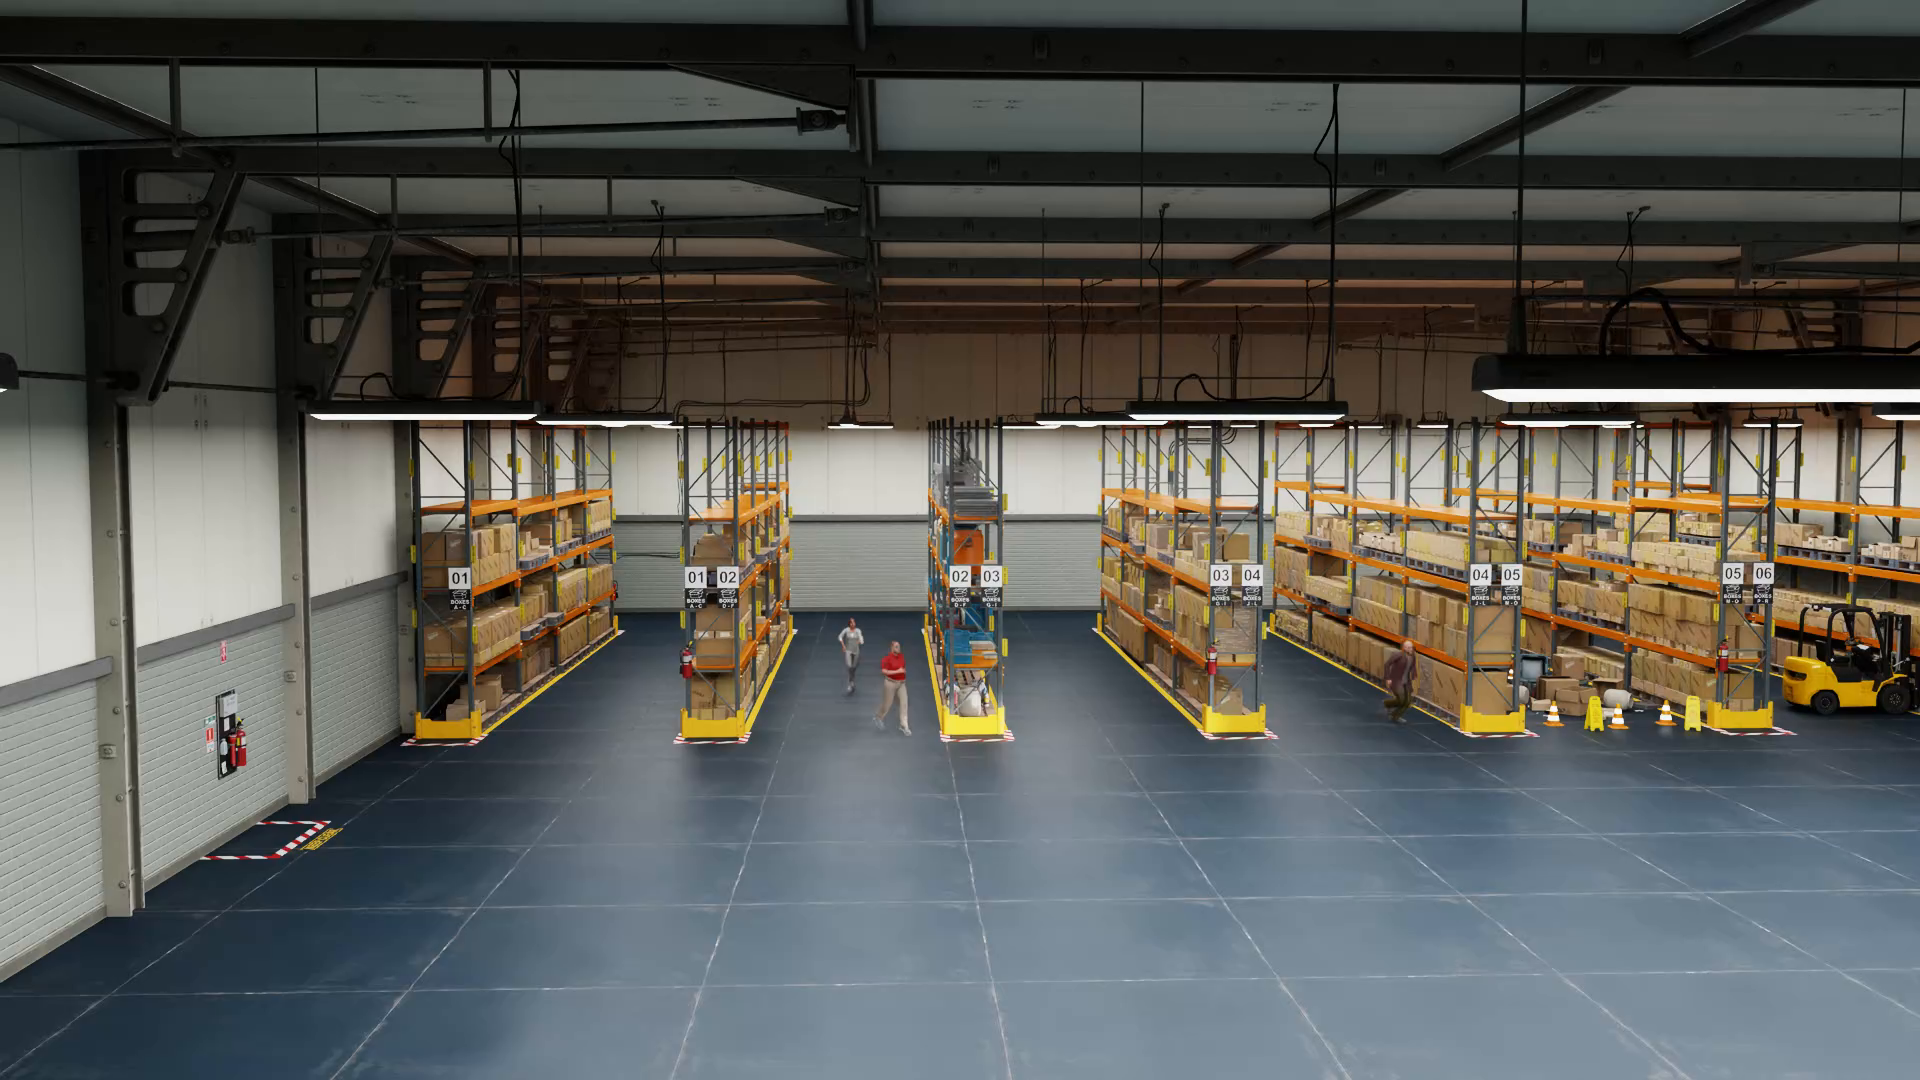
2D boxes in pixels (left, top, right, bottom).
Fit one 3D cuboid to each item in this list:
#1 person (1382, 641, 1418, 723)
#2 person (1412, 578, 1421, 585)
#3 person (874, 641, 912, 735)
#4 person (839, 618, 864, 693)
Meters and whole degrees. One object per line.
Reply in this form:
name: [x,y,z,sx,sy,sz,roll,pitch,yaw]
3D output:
person: [8.623,2.771,32.683,0.709,1.638,0.781,-2,4,-24]
person: [13.521,1.702,49.363,0.588,1.630,0.578,0,4,4]
person: [-1.266,2.780,31.536,0.650,1.747,0.959,-3,5,-40]
person: [-2.388,2.544,36.703,0.522,1.622,0.733,-1,4,-13]
